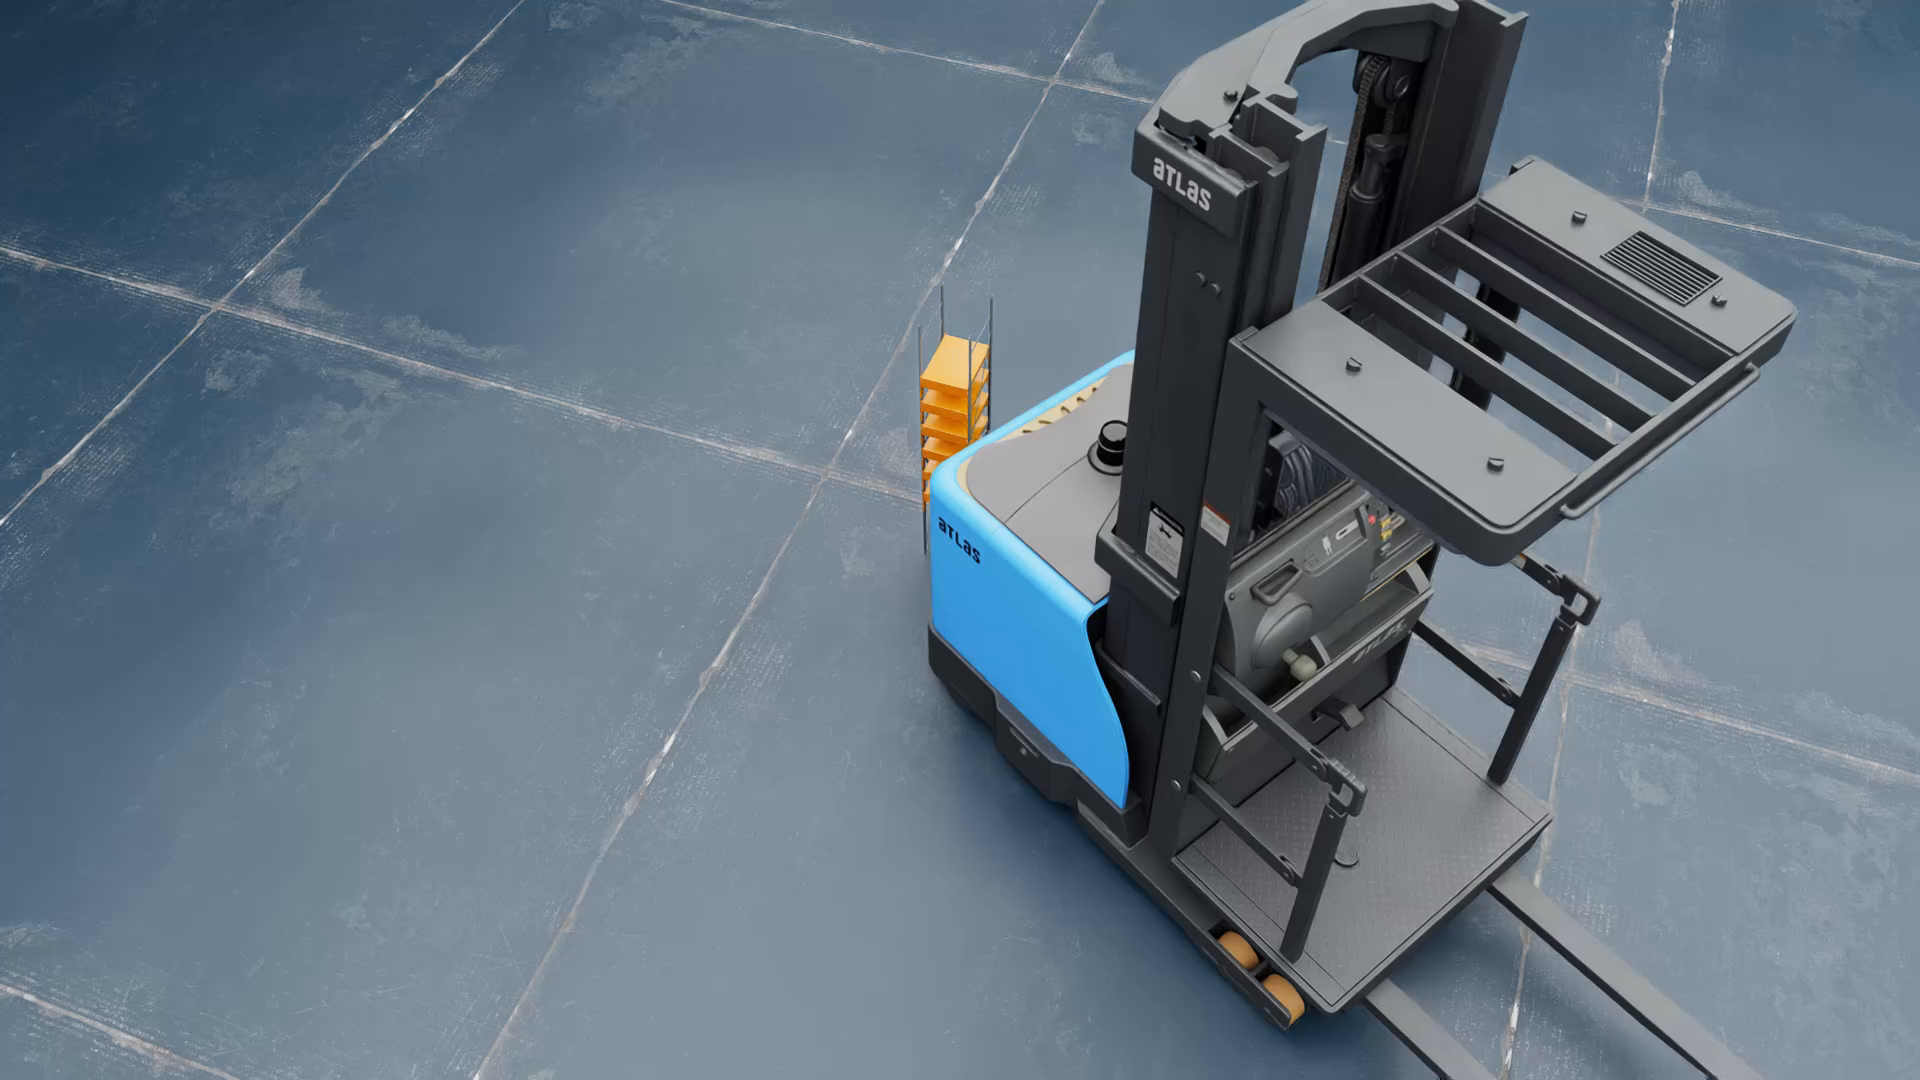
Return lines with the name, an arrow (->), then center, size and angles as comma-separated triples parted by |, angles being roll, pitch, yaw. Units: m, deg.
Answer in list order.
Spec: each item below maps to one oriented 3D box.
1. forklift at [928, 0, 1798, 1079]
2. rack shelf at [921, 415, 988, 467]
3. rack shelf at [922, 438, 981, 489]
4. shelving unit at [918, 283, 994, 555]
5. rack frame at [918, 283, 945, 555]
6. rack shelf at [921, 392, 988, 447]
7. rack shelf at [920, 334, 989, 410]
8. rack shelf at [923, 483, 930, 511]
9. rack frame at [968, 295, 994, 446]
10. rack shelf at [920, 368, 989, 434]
forklift -> 1.212, 0.143, 4.553 | 1.130, 2.935, 3.031 | -32, 56, -25
rack shelf -> -0.014, -0.368, 6.200 | 0.180, 0.103, 0.258 | 16, 51, 13
rack shelf -> -0.014, -0.289, 6.291 | 0.180, 0.103, 0.258 | 16, 51, 13
shelving unit -> -0.014, -0.397, 6.166 | 0.189, 1.200, 0.258 | 16, 51, 13
rack frame -> -0.099, -0.421, 6.187 | 0.006, 1.200, 0.240 | 16, 51, 13
rack shelf -> -0.014, -0.446, 6.109 | 0.180, 0.103, 0.258 | 16, 51, 13
rack shelf -> -0.014, -0.603, 5.928 | 0.180, 0.103, 0.258 | 16, 51, 13
rack shelf -> -0.014, -0.210, 6.381 | 0.180, 0.103, 0.258 | 16, 51, 13
rack frame -> 0.072, -0.373, 6.146 | 0.006, 1.200, 0.240 | 16, 51, 13
rack shelf -> -0.014, -0.525, 6.019 | 0.180, 0.103, 0.258 | 16, 51, 13
